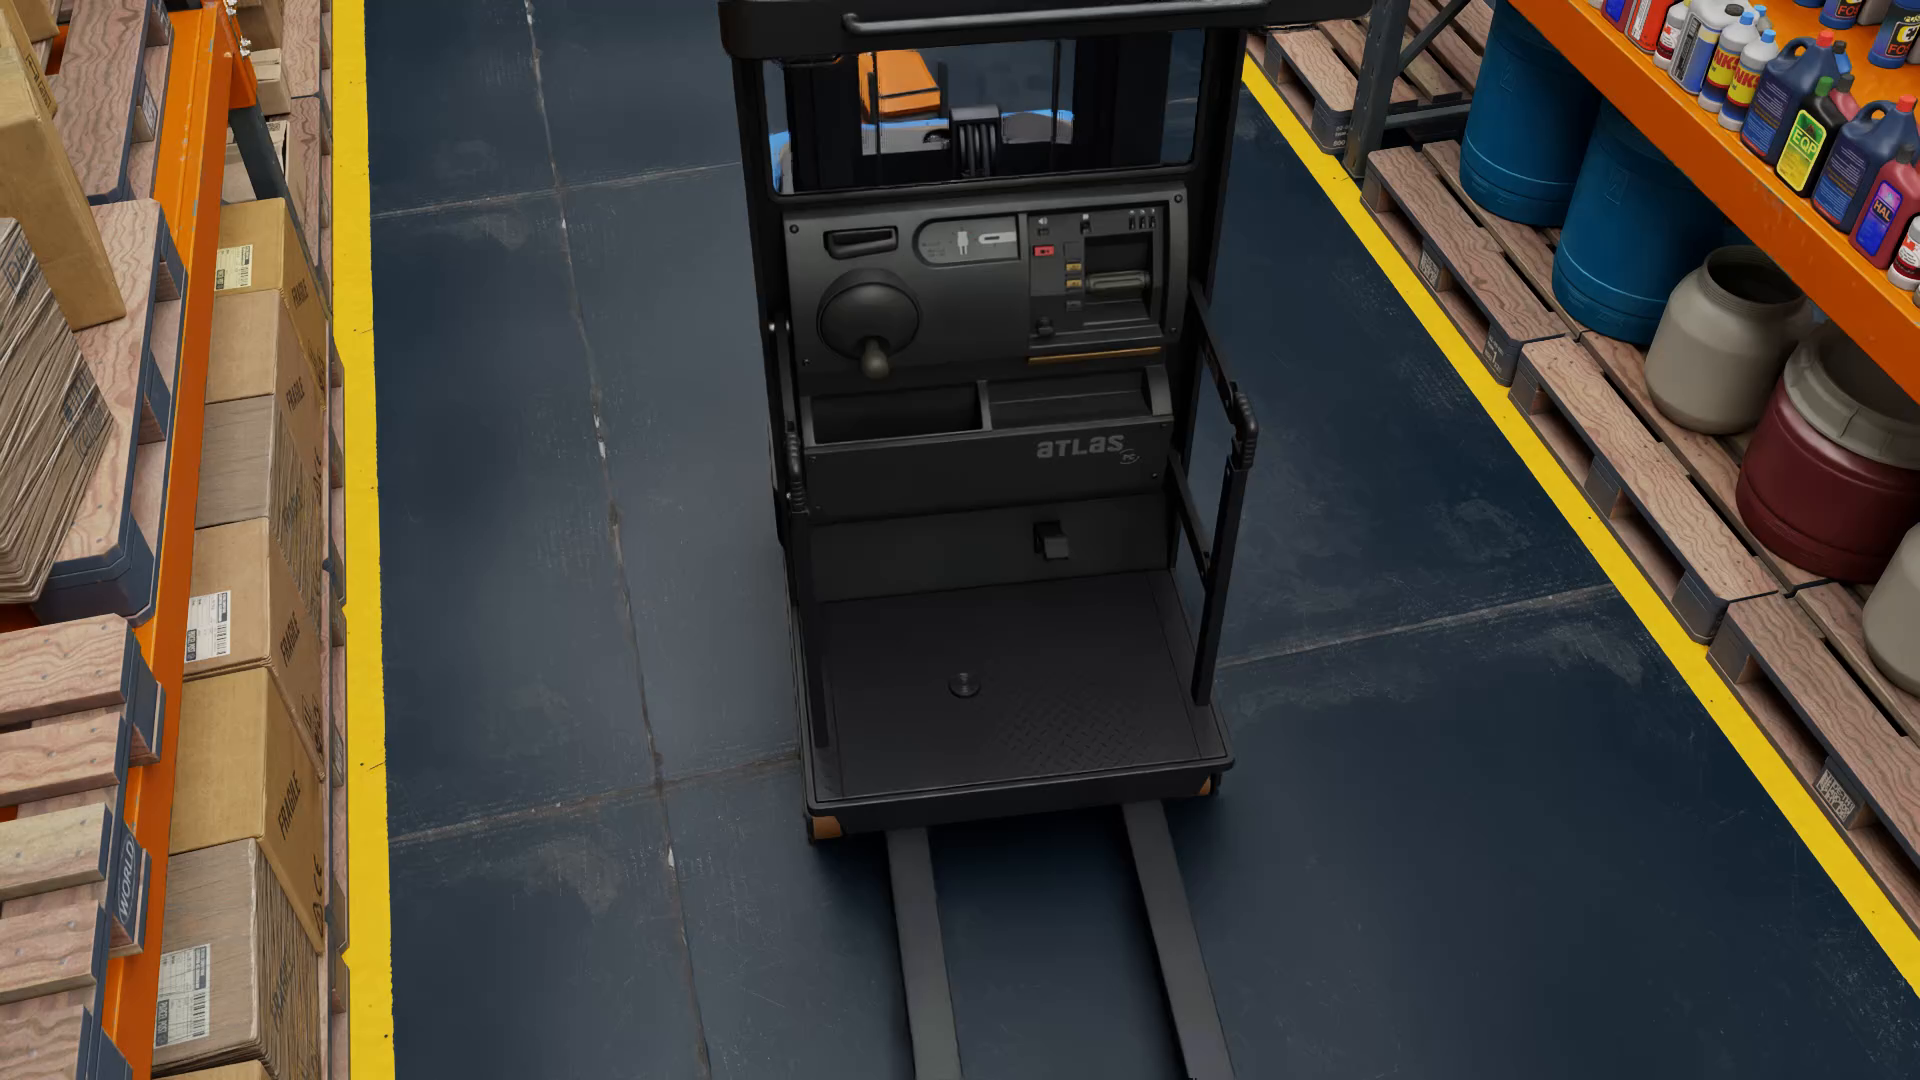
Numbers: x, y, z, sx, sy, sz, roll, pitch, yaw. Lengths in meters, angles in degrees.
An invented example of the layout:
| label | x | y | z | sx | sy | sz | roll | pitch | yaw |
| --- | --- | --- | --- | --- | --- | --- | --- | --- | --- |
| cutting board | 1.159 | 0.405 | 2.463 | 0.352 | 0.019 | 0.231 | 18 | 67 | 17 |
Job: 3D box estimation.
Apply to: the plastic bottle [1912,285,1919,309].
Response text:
| label | x | y | z | sx | sy | sz | roll | pitch | yaw |
| --- | --- | --- | --- | --- | --- | --- | --- | --- | --- |
| plastic bottle | 2.333 | -0.636 | 3.913 | 0.097 | 0.201 | 0.097 | 0 | 46 | 0 |

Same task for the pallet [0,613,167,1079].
| label | x | y | z | sx | sy | sz | roll | pitch | yaw |
| --- | --- | --- | --- | --- | --- | --- | --- | --- | --- |
| pallet | -1.961 | 0.656 | 2.641 | 1.213 | 0.211 | 1.003 | -11 | 47 | -10 |

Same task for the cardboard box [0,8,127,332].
| label | x | y | z | sx | sy | sz | roll | pitch | yaw |
| --- | --- | --- | --- | --- | --- | --- | --- | --- | --- |
| cardboard box | -2.232 | -0.691 | 3.463 | 0.700 | 0.500 | 0.500 | -22 | 50 | -20 |

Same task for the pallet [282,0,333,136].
| label | x | y | z | sx | sy | sz | roll | pitch | yaw |
| --- | --- | --- | --- | --- | --- | --- | --- | --- | --- |
| pallet | -3.234 | -2.060 | 7.121 | 1.003 | 0.211 | 1.213 | -11 | 47 | -10 |

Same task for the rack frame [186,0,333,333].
| label | x | y | z | sx | sy | sz | roll | pitch | yaw |
| --- | --- | --- | --- | --- | --- | --- | --- | --- | --- |
| rack frame | -2.744 | -1.718 | 4.833 | 1.000 | 3.000 | 0.127 | -11 | 47 | -10 |

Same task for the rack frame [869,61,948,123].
| label | x | y | z | sx | sy | sz | roll | pitch | yaw |
| --- | --- | --- | --- | --- | --- | --- | --- | --- | --- |
| rack frame | -0.153 | -0.986 | 5.375 | 0.240 | 1.200 | 0.015 | -12 | 47 | -11 |

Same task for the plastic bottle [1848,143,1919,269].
| label | x | y | z | sx | sy | sz | roll | pitch | yaw |
| --- | --- | --- | --- | --- | --- | --- | --- | --- | --- |
| plastic bottle | 2.261 | -0.809 | 4.024 | 0.061 | 0.283 | 0.133 | -11 | 47 | -10 |

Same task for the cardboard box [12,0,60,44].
| label | x | y | z | sx | sy | sz | roll | pitch | yaw |
| --- | --- | --- | --- | --- | --- | --- | --- | --- | --- |
| cardboard box | -2.839 | -1.532 | 4.287 | 0.700 | 0.500 | 0.500 | -26 | 51 | -23 |

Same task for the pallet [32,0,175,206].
| label | x | y | z | sx | sy | sz | roll | pitch | yaw |
| --- | --- | --- | --- | --- | --- | --- | --- | --- | --- |
| pallet | -2.645 | -1.079 | 4.341 | 1.003 | 0.211 | 1.213 | -11 | 47 | -10 |

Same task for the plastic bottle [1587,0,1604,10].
| label | x | y | z | sx | sy | sz | roll | pitch | yaw |
| --- | --- | --- | --- | --- | --- | --- | --- | --- | --- |
| plastic bottle | 1.943 | -1.690 | 4.945 | 0.097 | 0.201 | 0.097 | 0 | 46 | 0 |

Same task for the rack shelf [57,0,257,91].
| label | x | y | z | sx | sy | sz | roll | pitch | yaw |
| --- | --- | --- | --- | --- | --- | --- | --- | --- | --- |
| rack shelf | -3.256 | -2.847 | 6.443 | 1.077 | 0.370 | 4.000 | -11 | 47 | -10 |

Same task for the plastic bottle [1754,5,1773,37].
| label | x | y | z | sx | sy | sz | roll | pitch | yaw |
| --- | --- | --- | --- | --- | --- | --- | --- | --- | --- |
| plastic bottle | 2.208 | -1.398 | 4.659 | 0.097 | 0.201 | 0.097 | 0 | 46 | 0 |

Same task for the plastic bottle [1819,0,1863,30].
| label | x | y | z | sx | sy | sz | roll | pitch | yaw |
| --- | --- | --- | --- | --- | --- | --- | --- | --- | --- |
| plastic bottle | 2.600 | -1.634 | 4.841 | 0.097 | 0.271 | 0.097 | 0 | 46 | 0 |

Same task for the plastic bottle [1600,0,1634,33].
| label | x | y | z | sx | sy | sz | roll | pitch | yaw |
| --- | --- | --- | --- | --- | --- | --- | --- | --- | --- |
| plastic bottle | 1.954 | -1.635 | 4.834 | 0.061 | 0.283 | 0.133 | -11 | 47 | -10 |

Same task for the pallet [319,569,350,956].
| label | x | y | z | sx | sy | sz | roll | pitch | yaw |
| --- | --- | --- | --- | --- | --- | --- | --- | --- | --- |
| pallet | -2.183 | 0.657 | 4.458 | 1.003 | 0.211 | 1.213 | -11 | 47 | -10 |

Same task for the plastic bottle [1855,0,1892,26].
| label | x | y | z | sx | sy | sz | roll | pitch | yaw |
| --- | --- | --- | --- | --- | --- | --- | --- | --- | --- |
| plastic bottle | 2.716 | -1.671 | 4.874 | 0.152 | 0.276 | 0.135 | -11 | 47 | -10 |

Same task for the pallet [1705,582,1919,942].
| label | x | y | z | sx | sy | sz | roll | pitch | yaw |
| --- | --- | --- | --- | --- | --- | --- | --- | --- | --- |
| pallet | 2.828 | 0.580 | 4.534 | 1.003 | 0.211 | 1.213 | -11 | 47 | -10 |

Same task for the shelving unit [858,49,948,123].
| label | x | y | z | sx | sy | sz | roll | pitch | yaw |
| --- | --- | --- | --- | --- | --- | --- | --- | --- | --- |
| shelving unit | -0.222 | -1.153 | 5.539 | 0.258 | 1.200 | 0.503 | -12 | 47 | -11 |

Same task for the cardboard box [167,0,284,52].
| label | x | y | z | sx | sy | sz | roll | pitch | yaw |
| --- | --- | --- | --- | --- | --- | --- | --- | --- | --- |
| cardboard box | -3.230 | -2.294 | 6.838 | 0.797 | 0.503 | 0.637 | -11 | 47 | -10 |

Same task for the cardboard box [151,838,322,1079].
| label | x | y | z | sx | sy | sz | roll | pitch | yaw |
| --- | --- | --- | --- | --- | --- | --- | --- | --- | --- |
| cardboard box | -1.699 | 1.038 | 3.575 | 0.500 | 0.500 | 0.500 | -12 | 47 | -12 |

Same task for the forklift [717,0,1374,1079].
| label | x | y | z | sx | sy | sz | roll | pitch | yaw |
| --- | --- | --- | --- | --- | --- | --- | --- | --- | --- |
| forklift | 0.098 | -0.500 | 3.688 | 1.130 | 2.935 | 3.031 | -6 | 46 | -5 |

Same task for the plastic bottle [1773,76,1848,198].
| label | x | y | z | sx | sy | sz | roll | pitch | yaw |
| --- | --- | --- | --- | --- | --- | --- | --- | --- | --- |
| plastic bottle | 2.180 | -1.028 | 4.239 | 0.061 | 0.283 | 0.133 | -11 | 47 | -10 |

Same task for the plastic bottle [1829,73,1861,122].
| label | x | y | z | sx | sy | sz | roll | pitch | yaw |
| --- | --- | --- | --- | --- | --- | --- | --- | --- | --- |
| plastic bottle | 2.238 | -1.039 | 4.250 | 0.061 | 0.283 | 0.133 | -11 | 47 | -10 |

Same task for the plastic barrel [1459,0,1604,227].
| label | x | y | z | sx | sy | sz | roll | pitch | yaw |
| --- | --- | --- | --- | --- | --- | --- | --- | --- | --- |
| plastic barrel | 2.168 | -1.654 | 5.946 | 0.600 | 0.901 | 0.708 | -11 | 47 | -10 |

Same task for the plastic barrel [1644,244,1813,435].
| label | x | y | z | sx | sy | sz | roll | pitch | yaw |
| --- | --- | --- | --- | --- | --- | --- | --- | --- | --- |
| plastic barrel | 2.408 | -0.623 | 5.208 | 0.421 | 0.512 | 0.421 | 0 | 46 | 0 |

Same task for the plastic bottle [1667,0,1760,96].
| label | x | y | z | sx | sy | sz | roll | pitch | yaw |
| --- | --- | --- | --- | --- | --- | --- | --- | --- | --- |
| plastic bottle | 2.092 | -1.389 | 4.597 | 0.152 | 0.276 | 0.135 | -11 | 47 | -10 |

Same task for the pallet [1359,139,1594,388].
| label | x | y | z | sx | sy | sz | roll | pitch | yaw |
| --- | --- | --- | --- | --- | --- | --- | --- | --- | --- |
| pallet | 2.203 | -1.104 | 6.184 | 1.003 | 0.211 | 1.213 | -11 | 47 | -10 |

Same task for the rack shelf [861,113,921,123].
| label | x | y | z | sx | sy | sz | roll | pitch | yaw |
| --- | --- | --- | --- | --- | --- | --- | --- | --- | --- |
| rack shelf | -0.222 | -1.262 | 5.428 | 0.258 | 0.148 | 0.480 | -12 | 47 | -11 |

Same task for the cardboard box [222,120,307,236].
| label | x | y | z | sx | sy | sz | roll | pitch | yaw |
| --- | --- | --- | --- | --- | --- | --- | --- | --- | --- |
| cardboard box | -2.642 | -1.260 | 5.959 | 0.500 | 0.311 | 0.500 | -11 | 47 | -10 |

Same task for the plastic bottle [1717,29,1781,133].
| label | x | y | z | sx | sy | sz | roll | pitch | yaw |
| --- | --- | --- | --- | --- | --- | --- | --- | --- | --- |
| plastic bottle | 2.120 | -1.235 | 4.450 | 0.097 | 0.271 | 0.097 | 0 | 46 | 0 |

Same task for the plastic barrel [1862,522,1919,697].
| label | x | y | z | sx | sy | sz | roll | pitch | yaw |
| --- | --- | --- | --- | --- | --- | --- | --- | --- | --- |
| plastic barrel | 2.697 | 0.157 | 4.444 | 0.421 | 0.512 | 0.421 | 0 | 46 | 0 |

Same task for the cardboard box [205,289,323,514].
| label | x | y | z | sx | sy | sz | roll | pitch | yaw |
| --- | --- | --- | --- | --- | --- | --- | --- | --- | --- |
| cardboard box | -2.222 | -0.366 | 4.950 | 0.500 | 0.500 | 0.500 | -11 | 47 | -10 |

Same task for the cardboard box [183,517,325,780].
| label | x | y | z | sx | sy | sz | roll | pitch | yaw |
| --- | --- | --- | --- | --- | --- | --- | --- | --- | --- |
| cardboard box | -1.961 | 0.331 | 4.267 | 0.500 | 0.500 | 0.500 | -12 | 47 | -12 |
